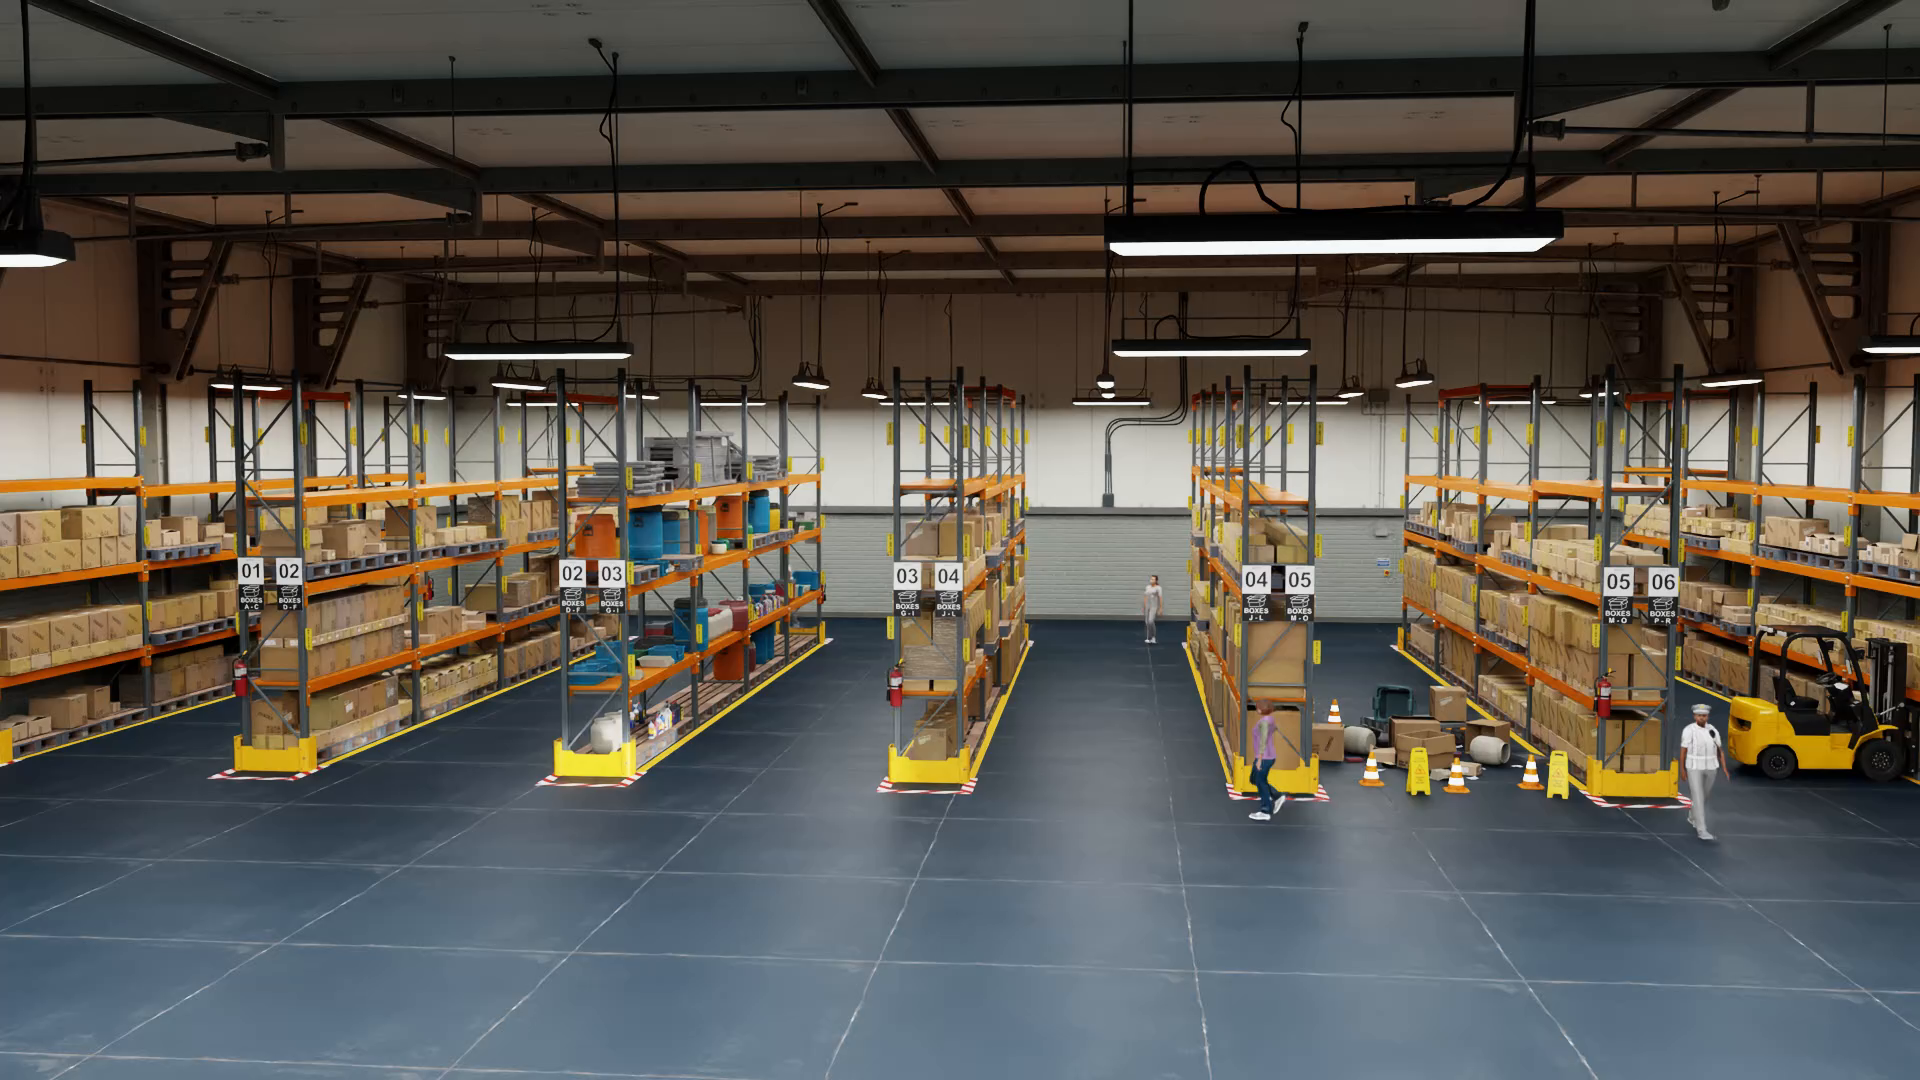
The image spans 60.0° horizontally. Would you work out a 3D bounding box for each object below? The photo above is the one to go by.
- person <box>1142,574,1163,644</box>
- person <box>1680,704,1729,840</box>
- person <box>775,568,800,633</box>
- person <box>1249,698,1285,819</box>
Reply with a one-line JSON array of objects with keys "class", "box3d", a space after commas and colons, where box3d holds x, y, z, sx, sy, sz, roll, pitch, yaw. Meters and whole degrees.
[{"class": "person", "box3d": [4.626, 1.671, 40.131, 0.509, 1.682, 0.495, 3, 5, 41]}, {"class": "person", "box3d": [9.315, 2.866, 20.813, 0.470, 1.640, 0.944, 0, 4, 1]}, {"class": "person", "box3d": [-4.390, 1.511, 42.225, 0.551, 1.714, 1.109, 3, 4, 37]}, {"class": "person", "box3d": [4.012, 2.849, 21.639, 0.478, 1.572, 0.414, 0, 4, 4]}]
